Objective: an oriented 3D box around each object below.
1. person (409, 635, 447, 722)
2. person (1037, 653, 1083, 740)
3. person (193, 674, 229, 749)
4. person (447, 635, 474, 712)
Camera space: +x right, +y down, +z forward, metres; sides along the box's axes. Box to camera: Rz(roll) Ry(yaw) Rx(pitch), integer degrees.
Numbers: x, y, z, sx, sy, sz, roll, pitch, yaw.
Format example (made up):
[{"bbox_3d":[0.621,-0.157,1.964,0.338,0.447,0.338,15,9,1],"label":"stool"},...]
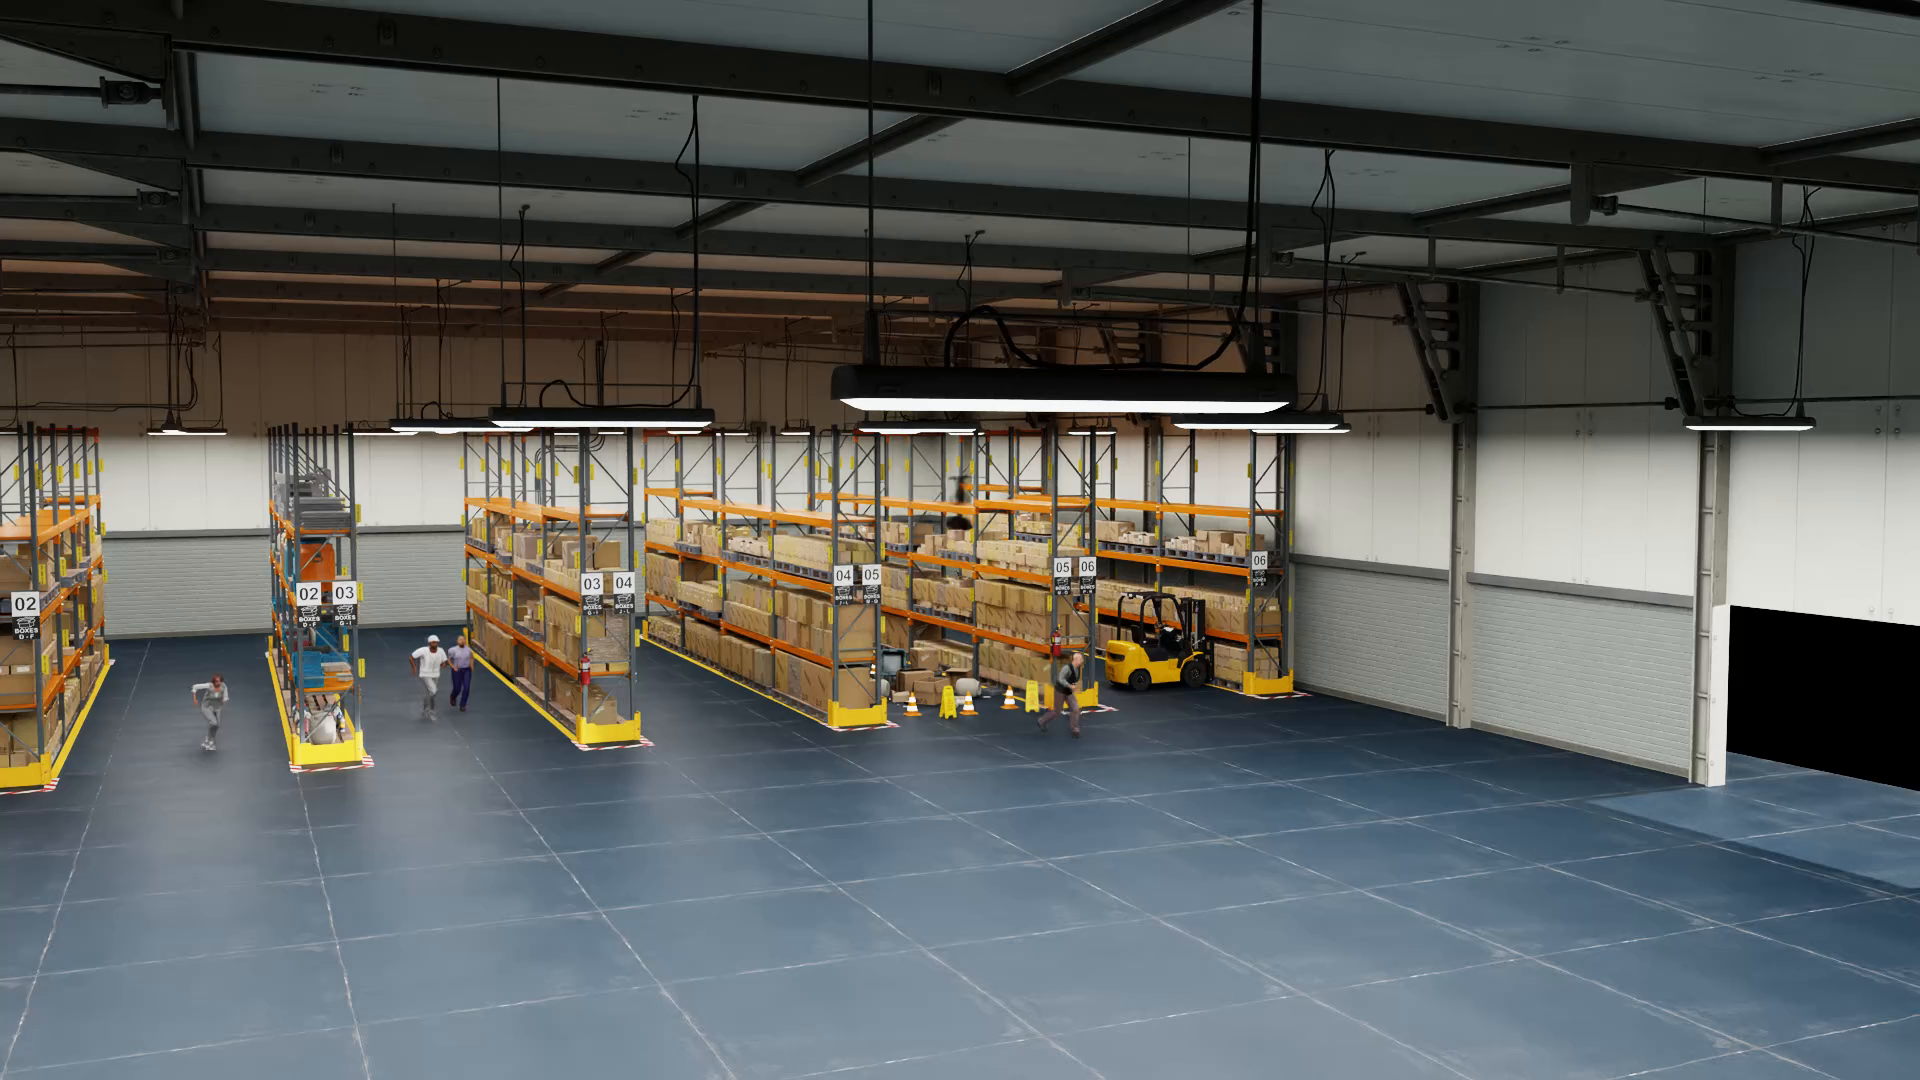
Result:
[{"bbox_3d":[-10.805,2.799,33.856,0.831,1.770,0.727,3,5,43],"label":"person"},{"bbox_3d":[1.933,2.974,31.852,1.007,1.682,0.697,2,4,31],"label":"person"},{"bbox_3d":[-13.681,3.135,30.351,0.867,1.435,0.568,3,5,45],"label":"person"},{"bbox_3d":[-10.487,2.794,34.940,0.595,1.590,0.561,-2,4,-33],"label":"person"}]
